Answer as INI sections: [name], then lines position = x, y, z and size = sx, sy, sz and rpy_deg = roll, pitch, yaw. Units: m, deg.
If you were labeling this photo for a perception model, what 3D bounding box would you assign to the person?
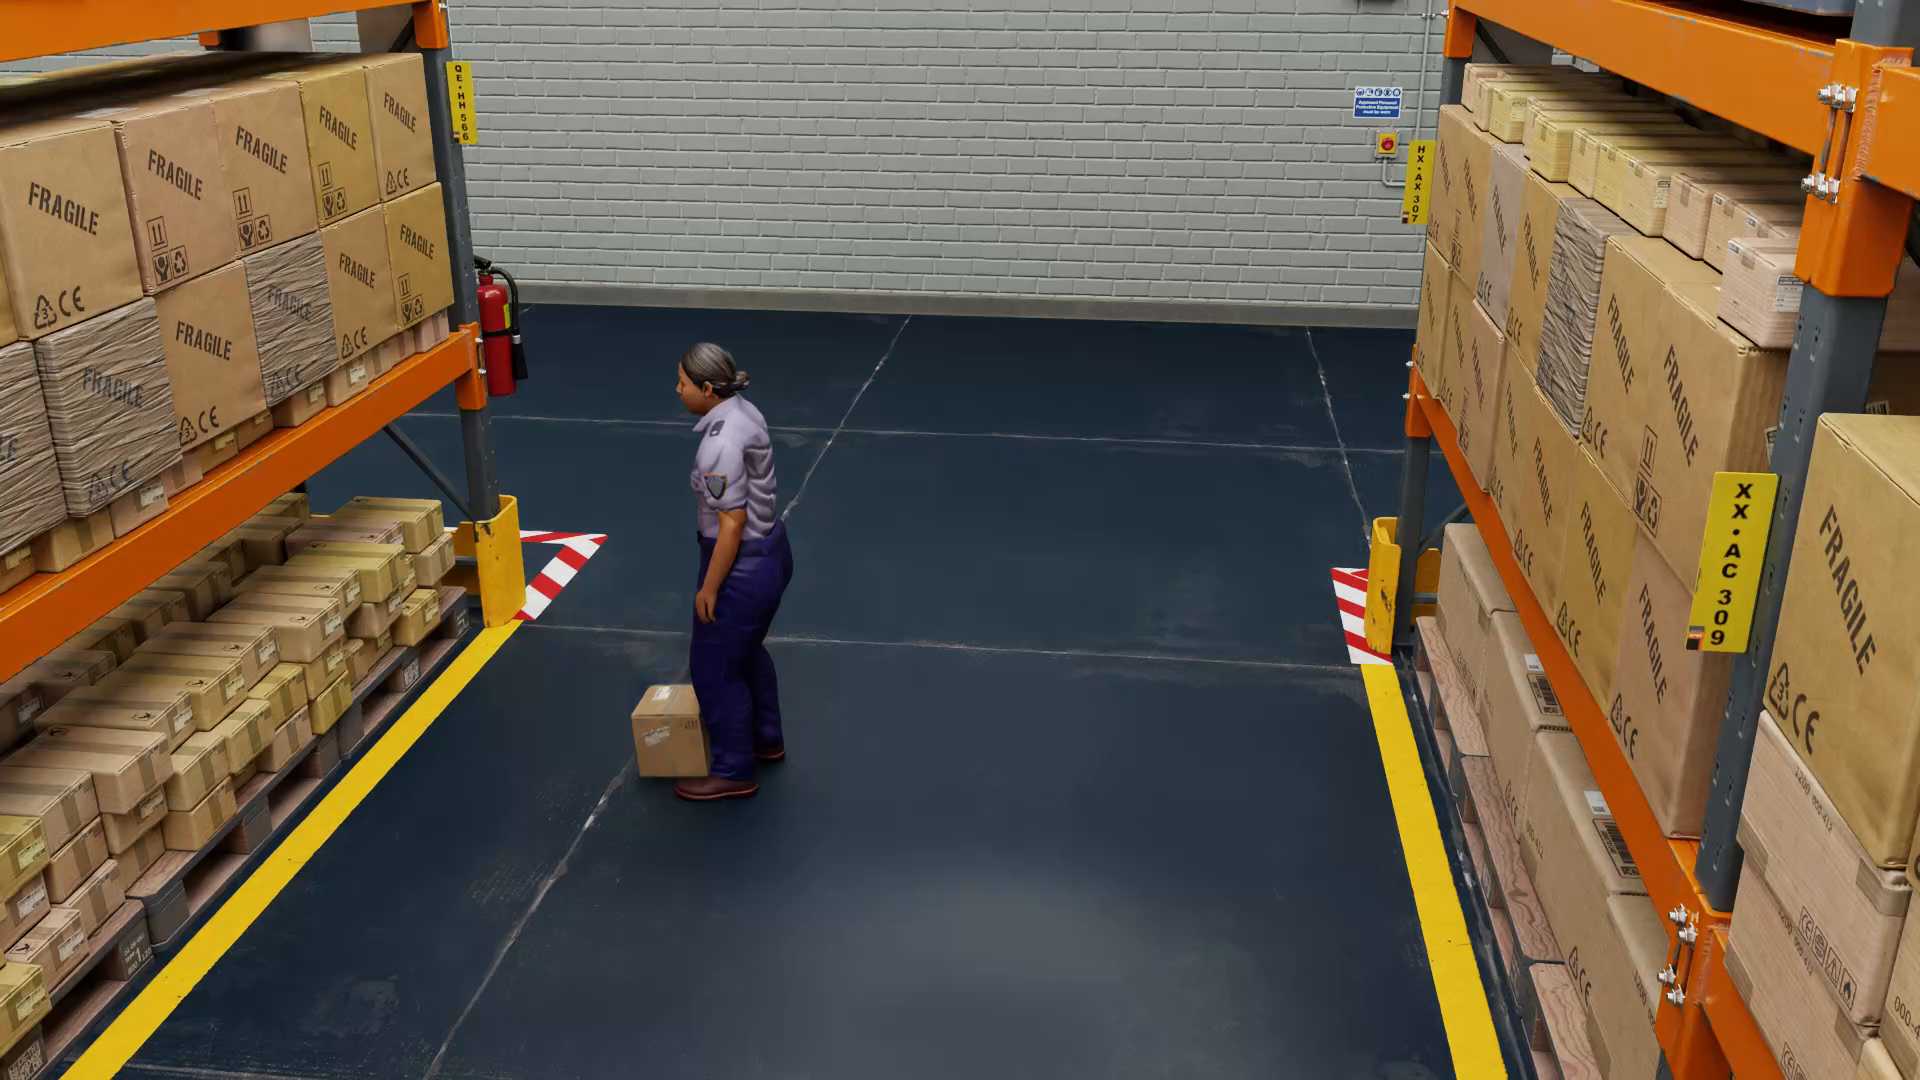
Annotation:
[person]
position = -0.810, 0.106, 5.821
size = 0.422, 1.653, 0.535
rpy_deg = 2, 21, 5
